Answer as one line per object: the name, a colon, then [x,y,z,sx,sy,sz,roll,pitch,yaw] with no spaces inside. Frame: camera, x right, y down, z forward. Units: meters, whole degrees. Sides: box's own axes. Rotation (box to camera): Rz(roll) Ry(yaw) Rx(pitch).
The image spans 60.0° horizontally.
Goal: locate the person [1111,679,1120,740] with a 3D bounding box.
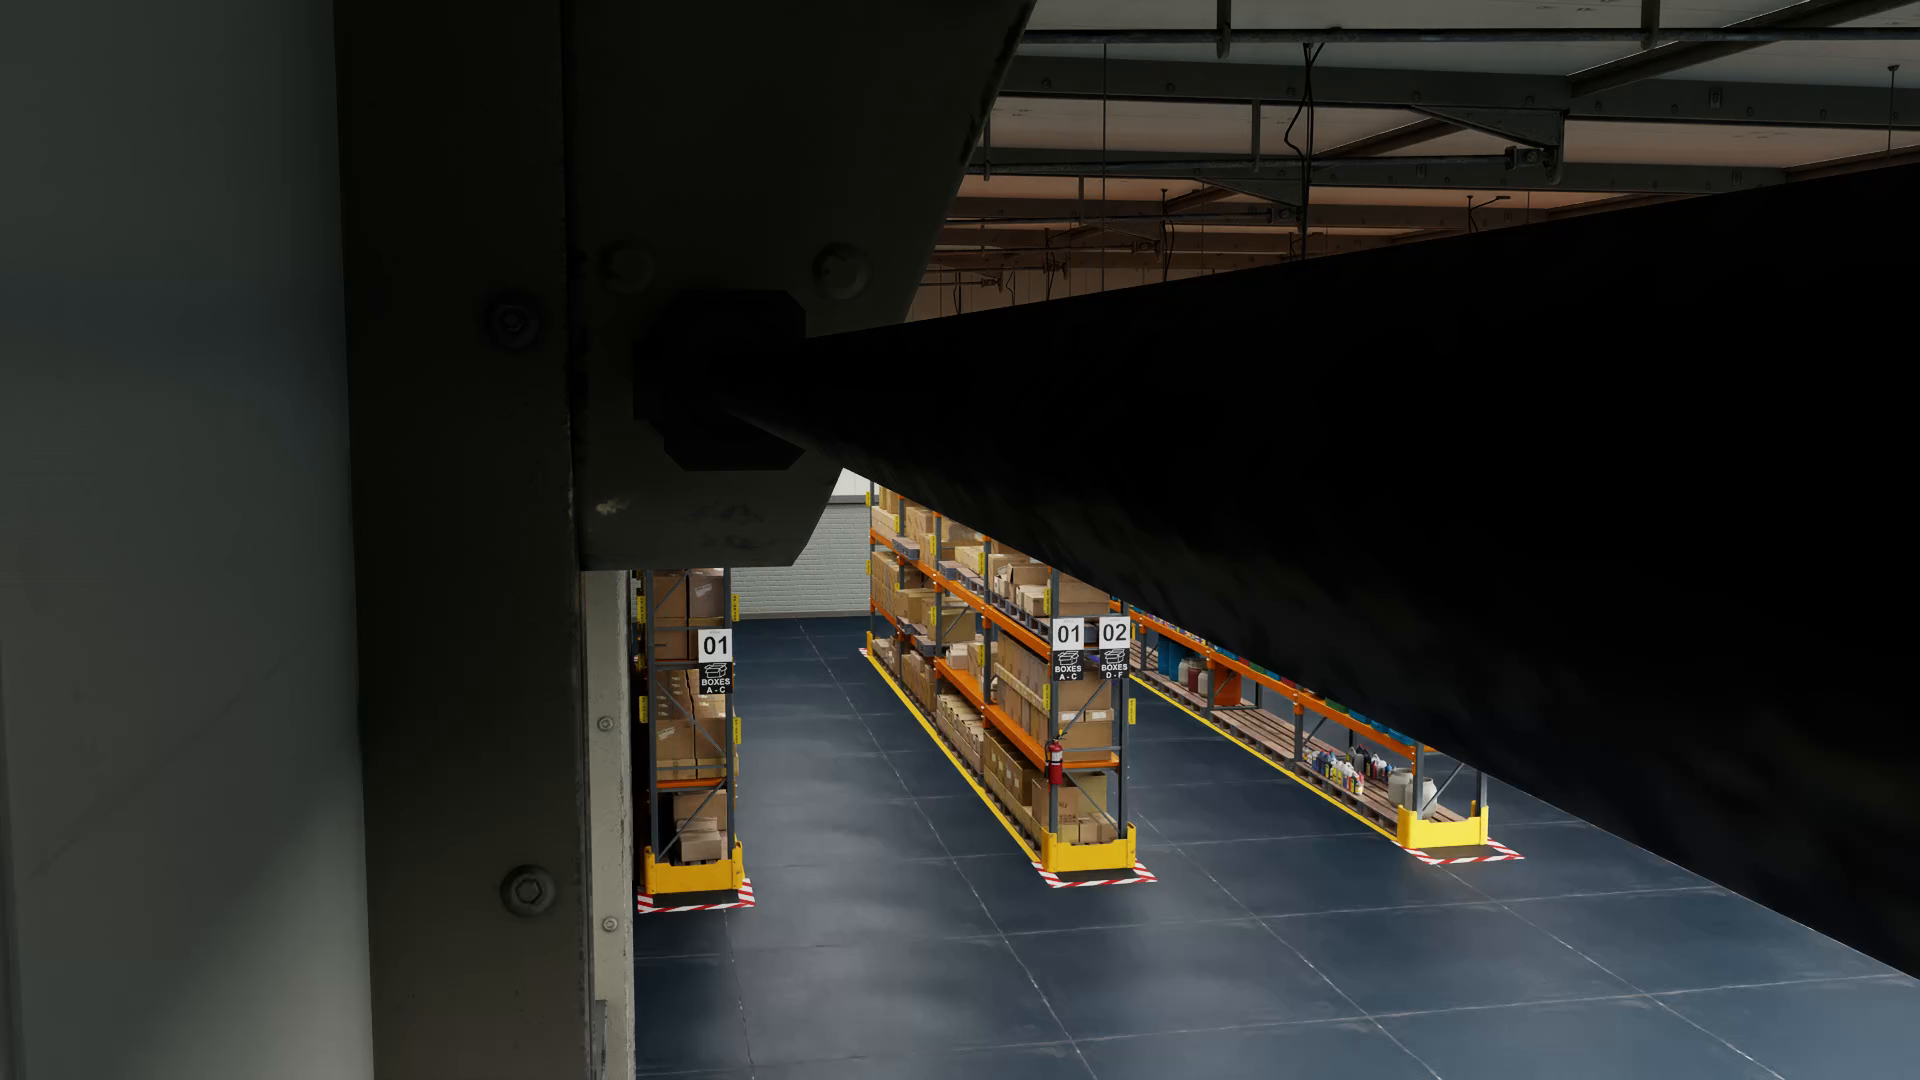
person: [2.573,2.576,28.324,0.563,1.609,0.588,-2,6,-21]
